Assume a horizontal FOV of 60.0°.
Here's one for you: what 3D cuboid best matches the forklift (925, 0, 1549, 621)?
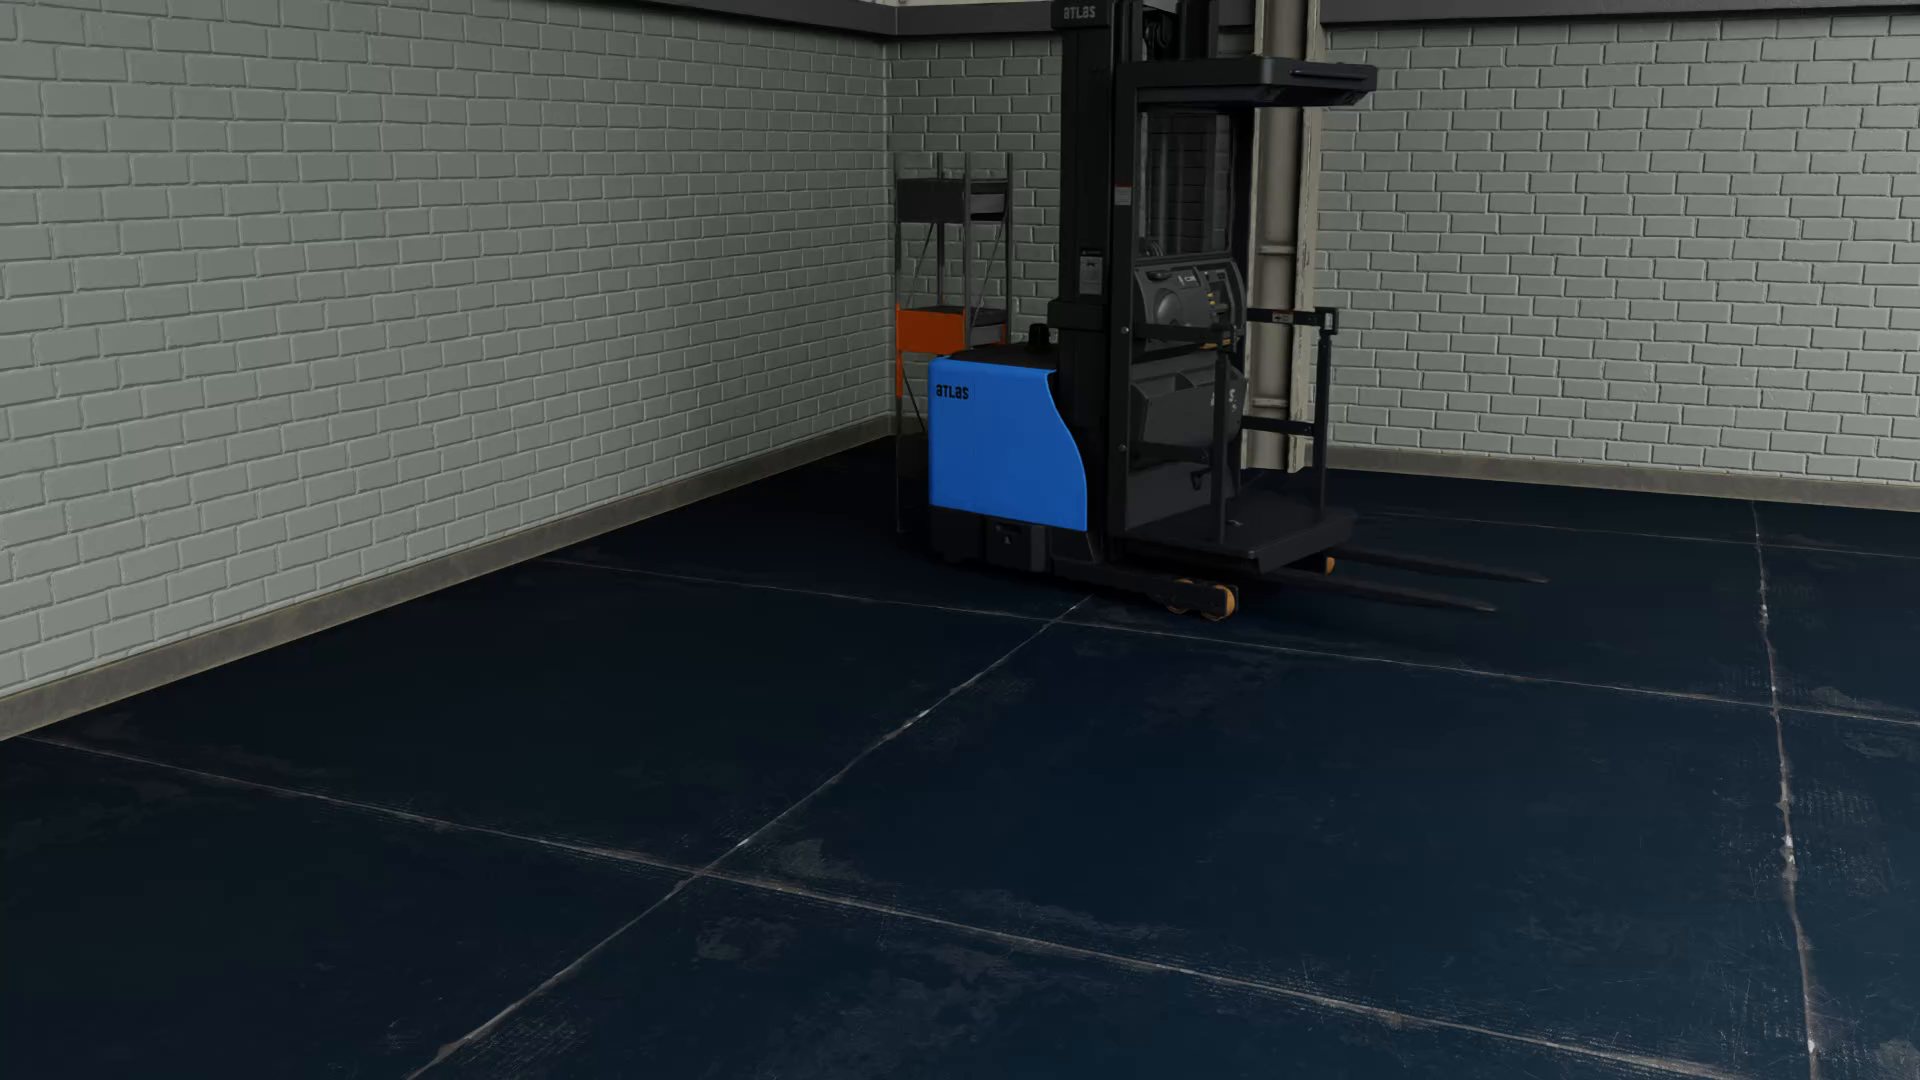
[{"bbox_3d":[1.281,-1.190,7.912,3.031,2.935,1.130,10,17,38],"label":"forklift"}]

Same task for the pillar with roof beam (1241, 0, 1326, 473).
[{"bbox_3d":[0.386,-3.982,6.525,0.400,9.000,9.100,6,14,23],"label":"pillar with roof beam"}]

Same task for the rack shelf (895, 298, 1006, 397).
[{"bbox_3d":[-0.037,-1.047,9.179,0.480,0.518,0.431,10,17,38],"label":"rack shelf"}]

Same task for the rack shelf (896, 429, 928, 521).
[{"bbox_3d":[-0.037,-0.365,9.339,0.480,0.518,0.431,10,17,38],"label":"rack shelf"}]

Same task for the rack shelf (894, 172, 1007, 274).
[{"bbox_3d":[-0.037,-1.728,9.019,0.480,0.518,0.431,10,17,38],"label":"rack shelf"}]

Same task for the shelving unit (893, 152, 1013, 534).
[{"bbox_3d":[-0.037,-1.060,9.176,0.503,2.100,0.431,10,17,38],"label":"shelving unit"}]

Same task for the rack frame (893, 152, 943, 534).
[{"bbox_3d":[-0.227,-1.095,9.325,0.015,2.100,0.400,10,17,38],"label":"rack frame"}]

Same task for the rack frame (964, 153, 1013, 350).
[{"bbox_3d":[0.153,-1.025,9.027,0.015,2.100,0.400,10,17,38],"label":"rack frame"}]
